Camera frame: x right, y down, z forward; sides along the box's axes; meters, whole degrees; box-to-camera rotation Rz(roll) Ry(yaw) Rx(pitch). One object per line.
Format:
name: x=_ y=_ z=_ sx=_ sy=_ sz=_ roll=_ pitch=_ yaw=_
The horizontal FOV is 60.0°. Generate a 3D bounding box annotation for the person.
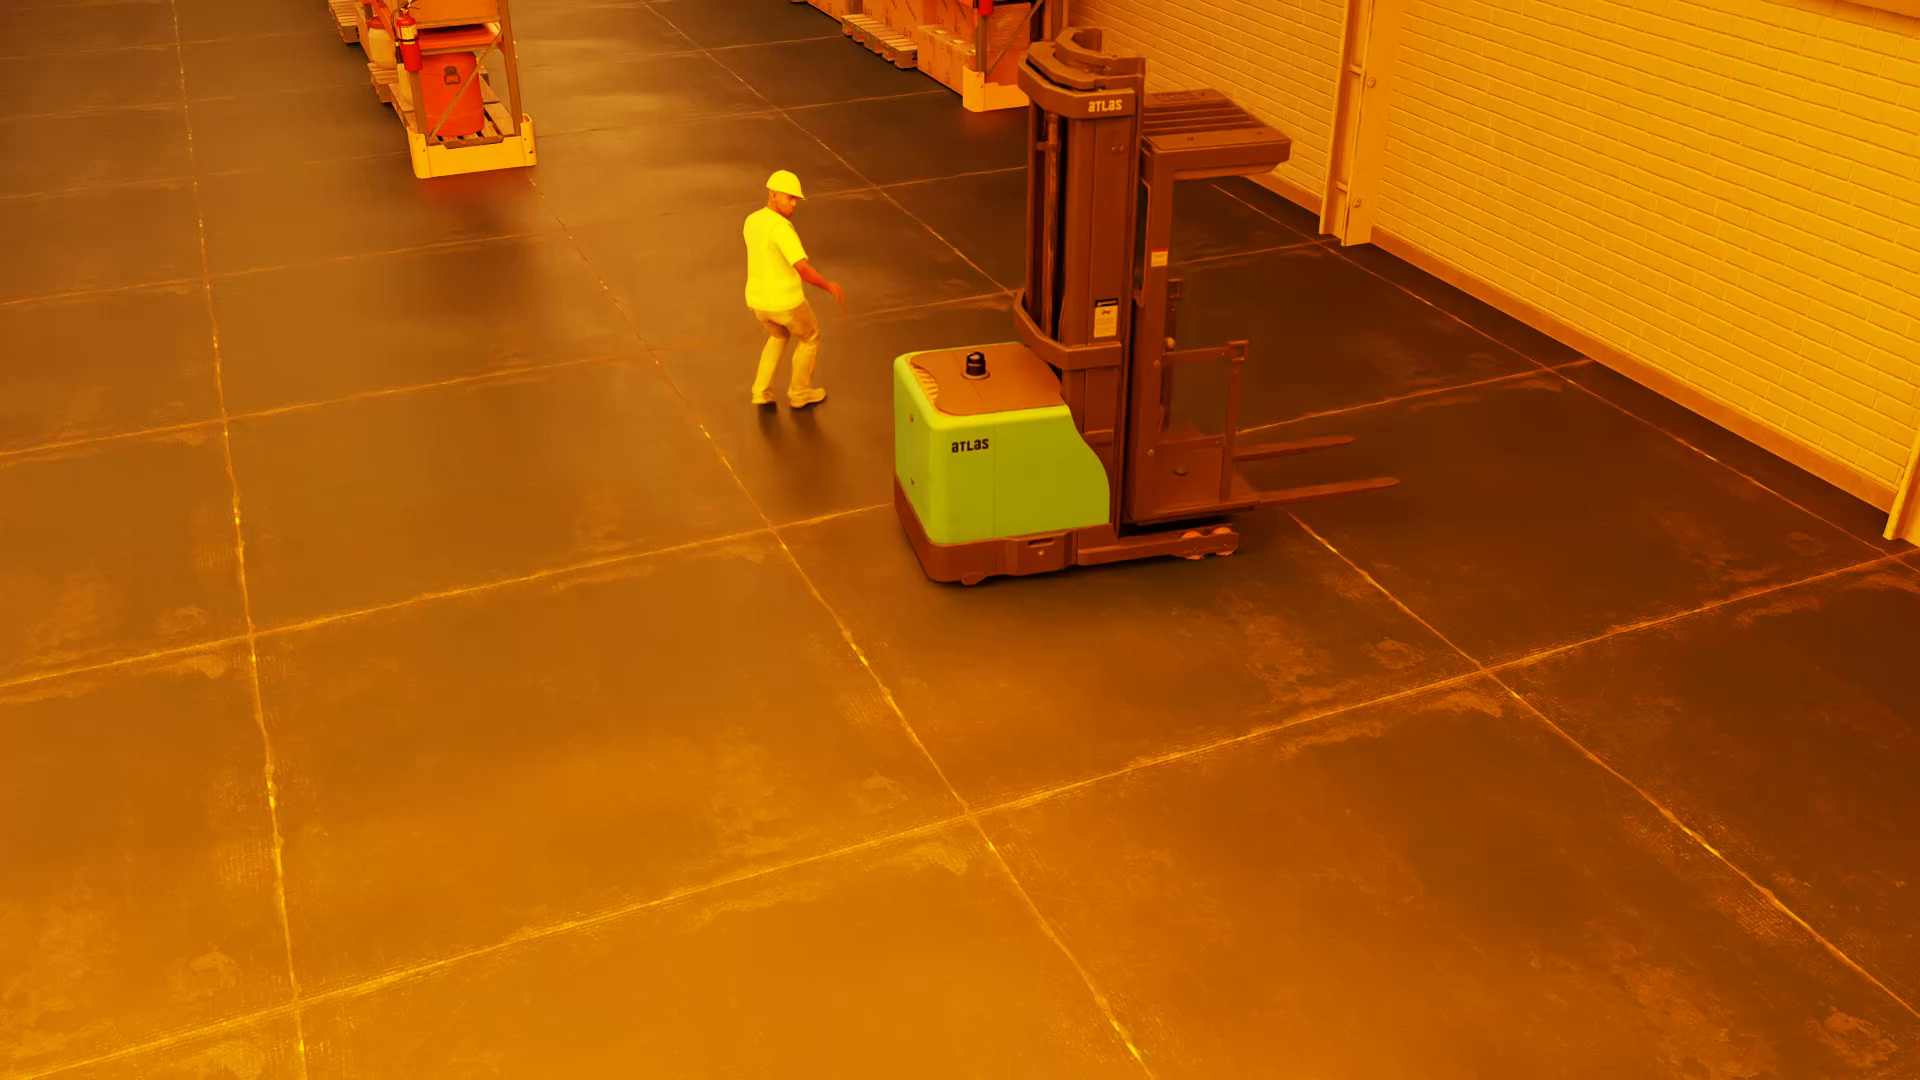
person: x=-1.128 y=-1.704 z=11.372 sx=0.853 sy=1.673 sz=0.730 roll=24 pitch=38 yaw=35

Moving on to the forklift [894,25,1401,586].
forklift: x=1.169 y=-1.401 z=9.569 sx=3.031 sy=2.935 sz=1.130 roll=-7 pitch=31 yaw=-13
